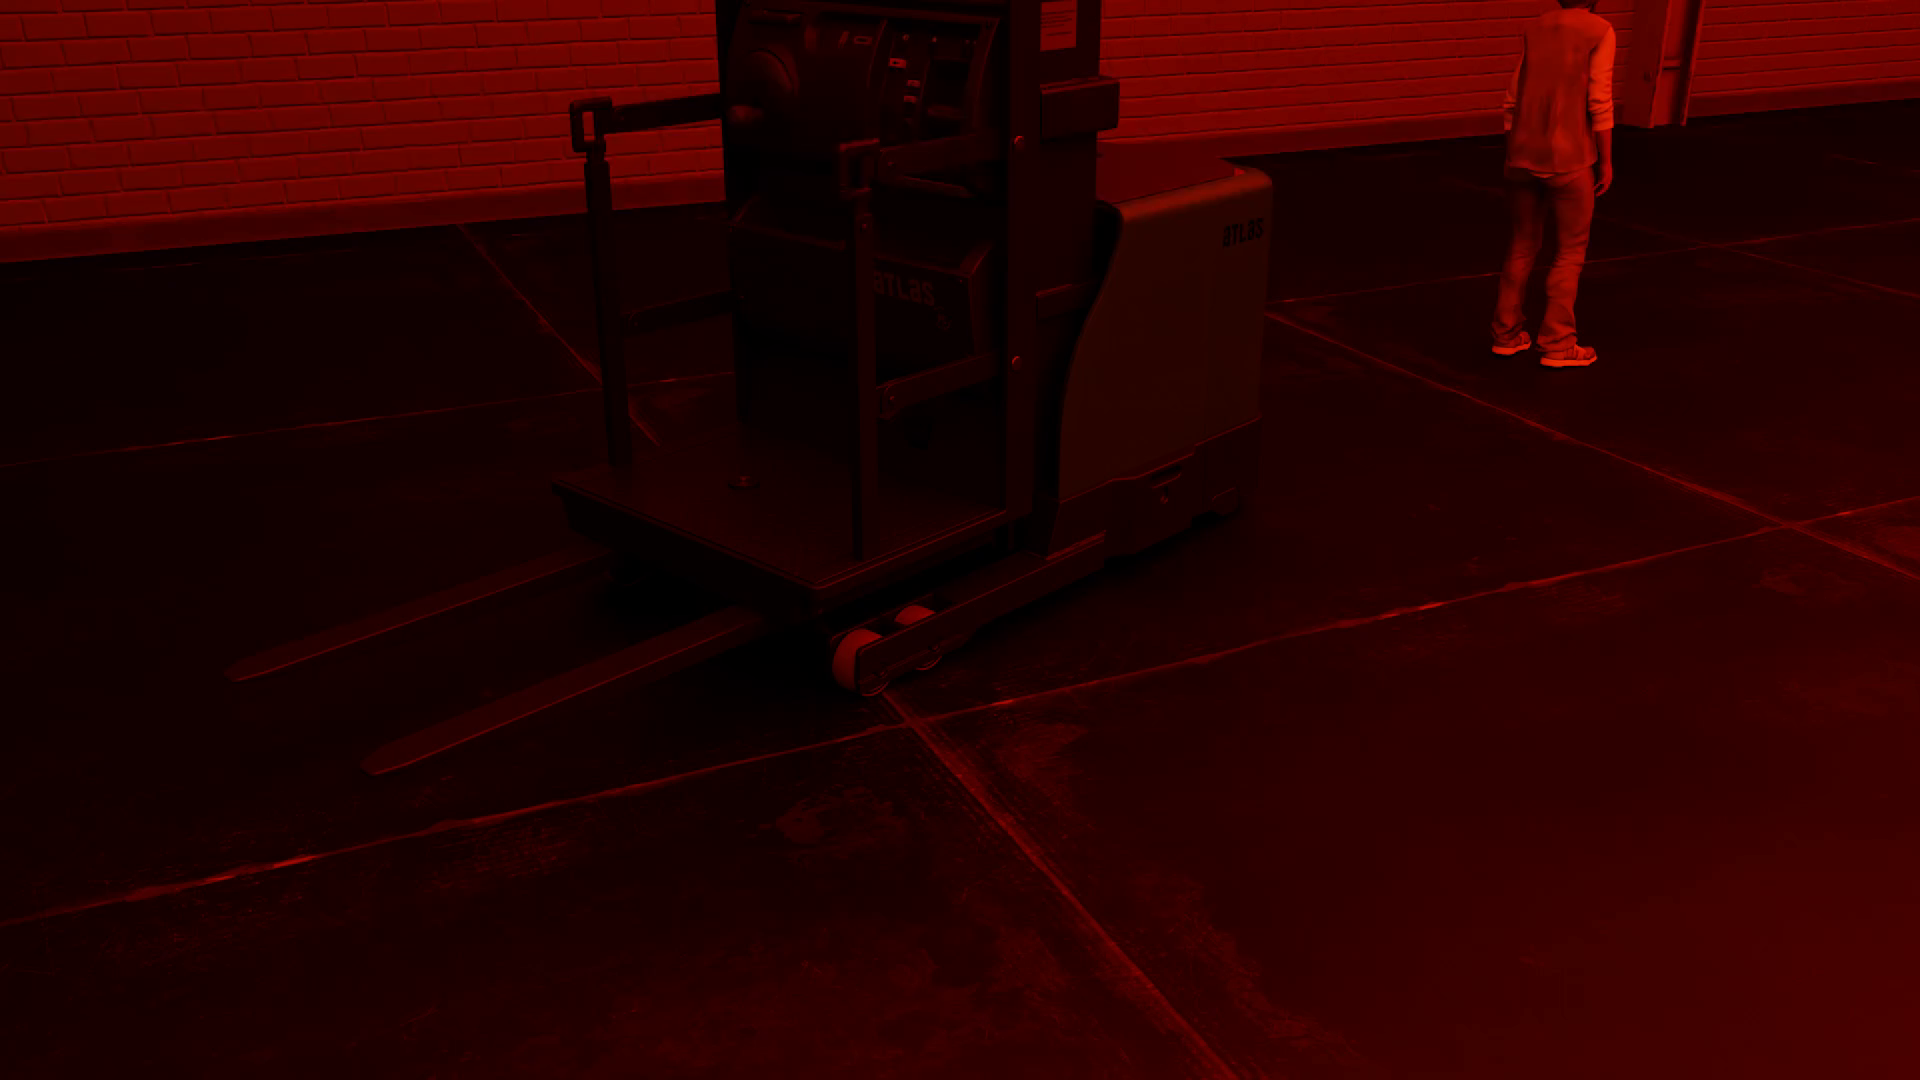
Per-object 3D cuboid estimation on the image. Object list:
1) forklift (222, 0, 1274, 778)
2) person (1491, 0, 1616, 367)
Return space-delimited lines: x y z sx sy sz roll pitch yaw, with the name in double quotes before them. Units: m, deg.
"forklift" -0.413 -1.182 4.131 1.130 2.935 3.031 19 29 39
"person" 2.373 -1.498 6.639 0.348 1.592 0.475 -18 28 -36
